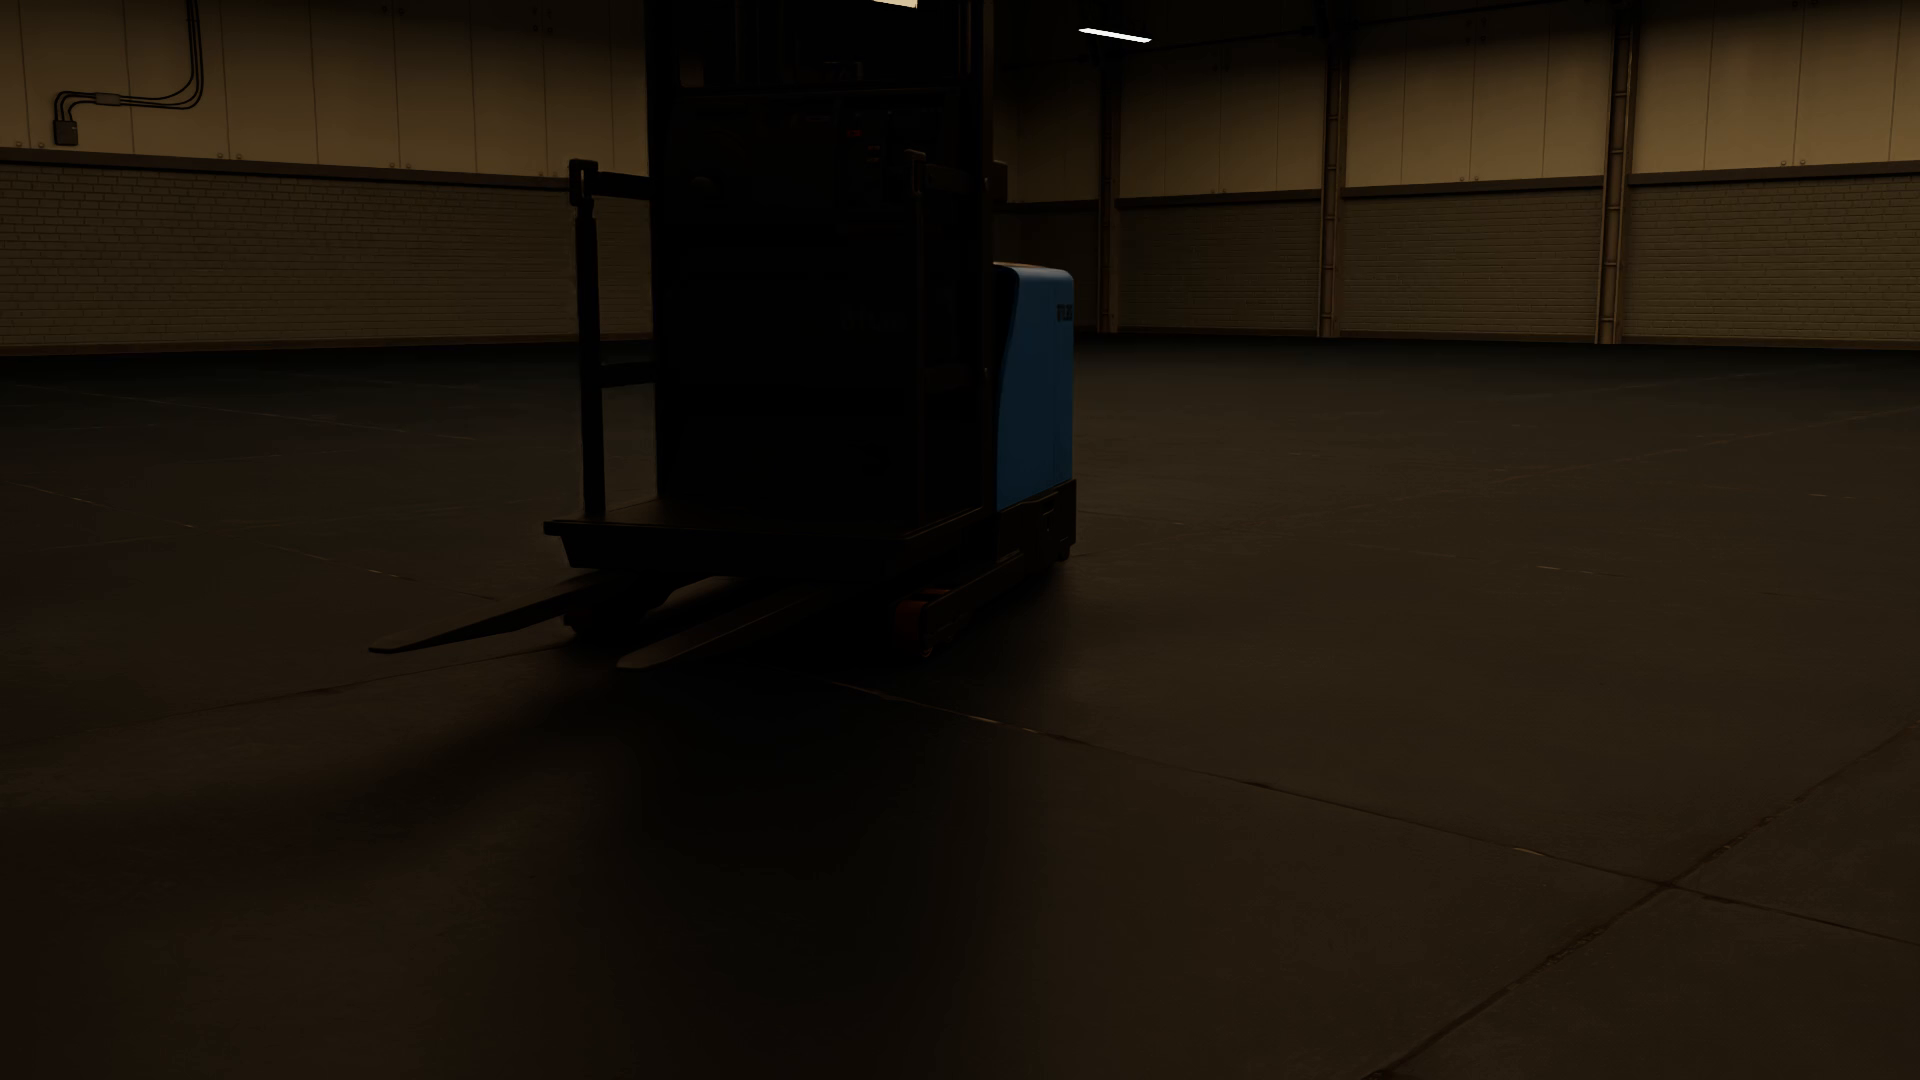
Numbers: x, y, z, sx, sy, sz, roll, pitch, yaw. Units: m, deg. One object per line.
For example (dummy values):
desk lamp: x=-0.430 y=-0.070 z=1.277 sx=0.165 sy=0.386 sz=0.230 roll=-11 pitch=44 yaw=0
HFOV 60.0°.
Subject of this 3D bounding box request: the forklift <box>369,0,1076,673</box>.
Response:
forklift: x=-0.511 y=-1.189 z=4.773 sx=1.130 sy=2.935 sz=3.031 roll=3 pitch=9 yaw=18
